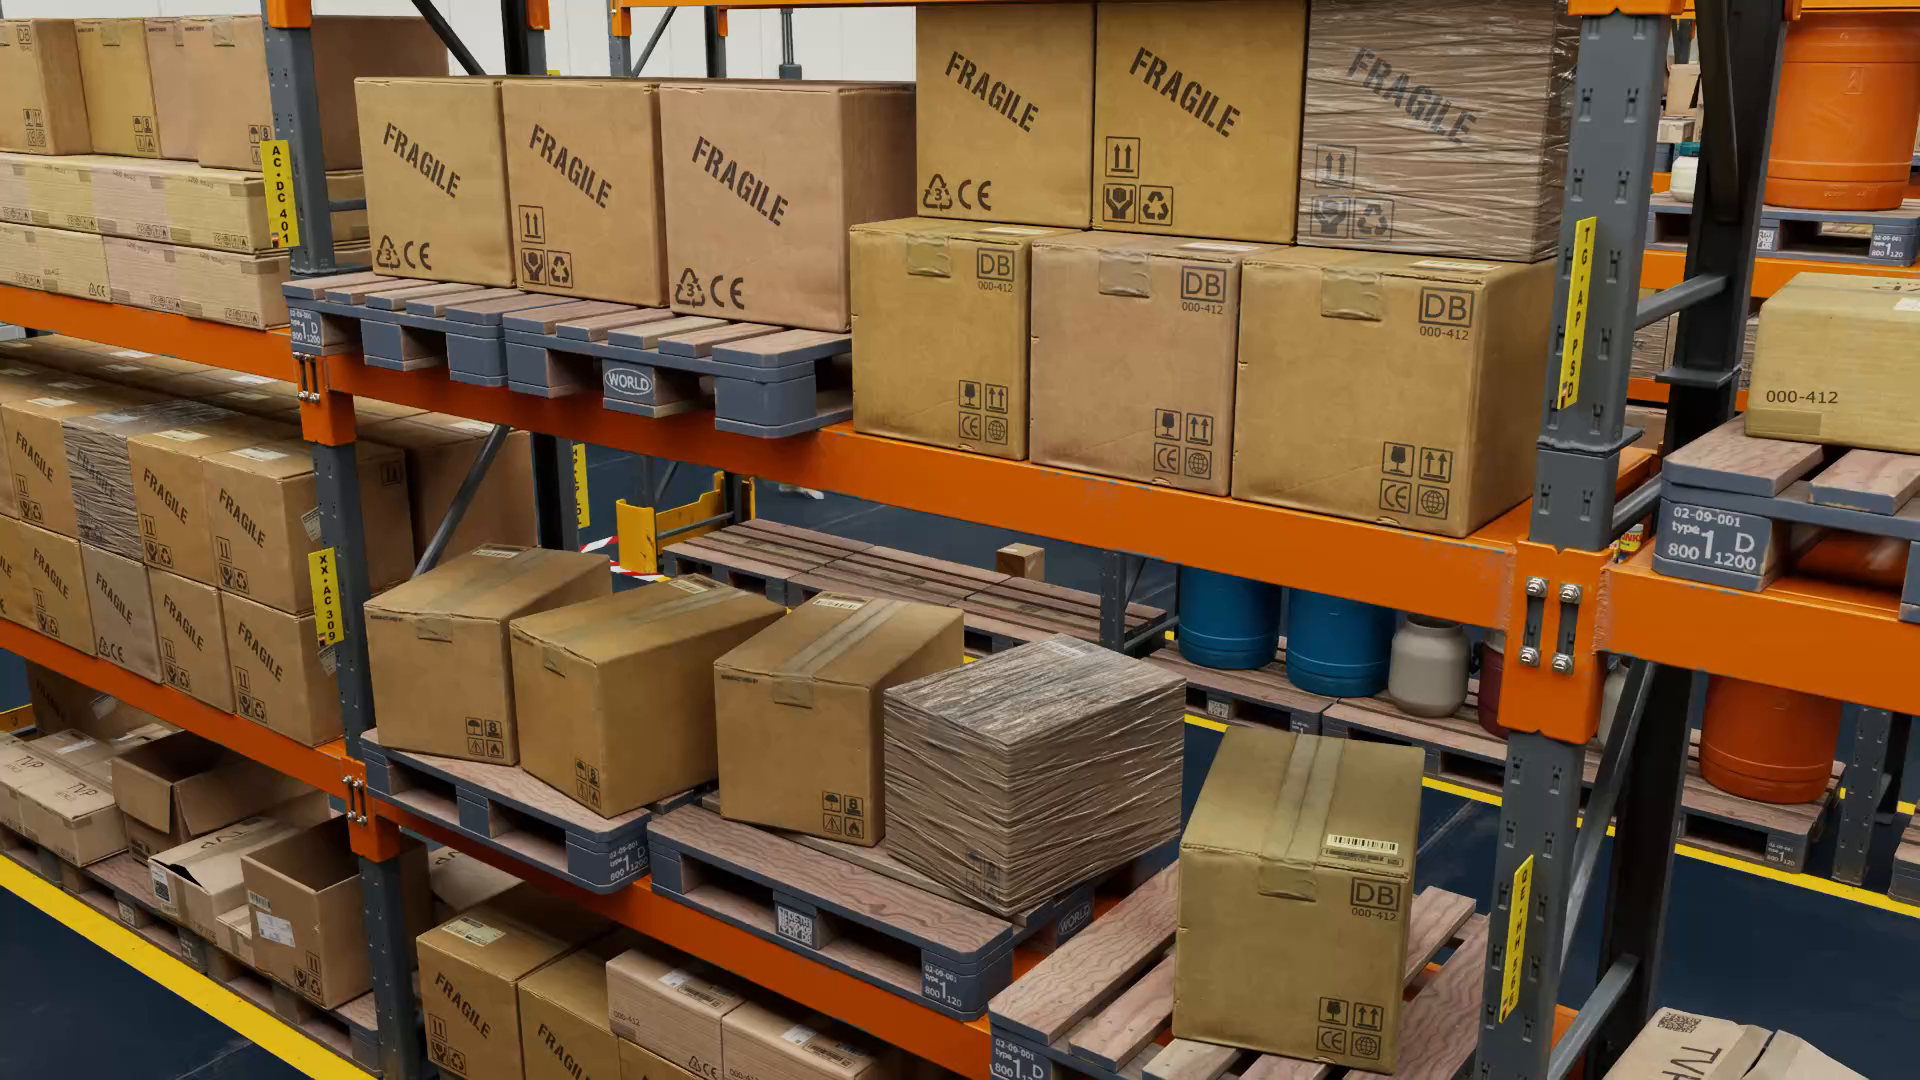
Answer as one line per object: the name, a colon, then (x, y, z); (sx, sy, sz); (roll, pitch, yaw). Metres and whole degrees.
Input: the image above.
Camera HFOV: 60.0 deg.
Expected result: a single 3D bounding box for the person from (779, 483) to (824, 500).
person: (-1.307, -1.158, 13.914); (0.515, 1.685, 0.551); (1, 17, 5)
